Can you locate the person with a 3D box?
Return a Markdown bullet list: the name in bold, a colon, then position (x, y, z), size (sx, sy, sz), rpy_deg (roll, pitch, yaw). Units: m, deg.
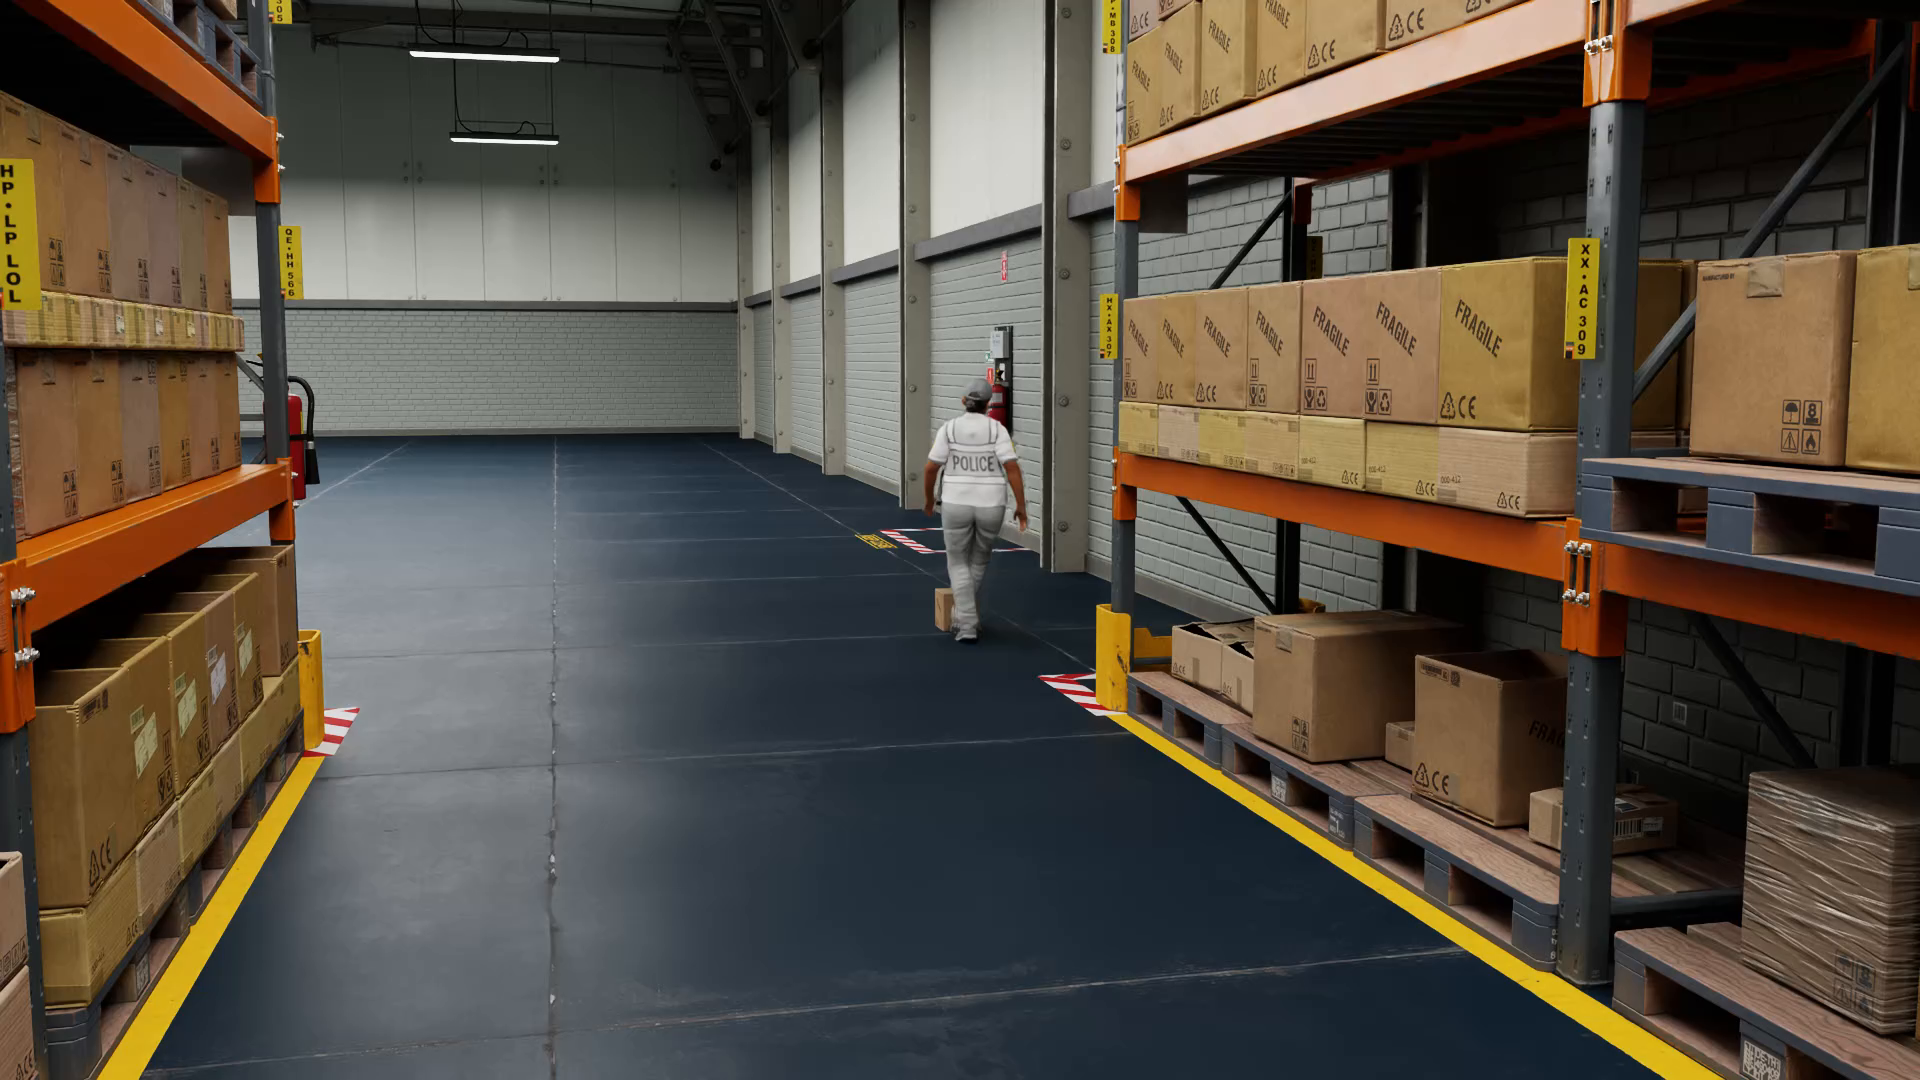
- **person**: position (0.079, -0.176, 10.561), size (0.636, 1.699, 0.606), rpy_deg (-1, 6, -6)
